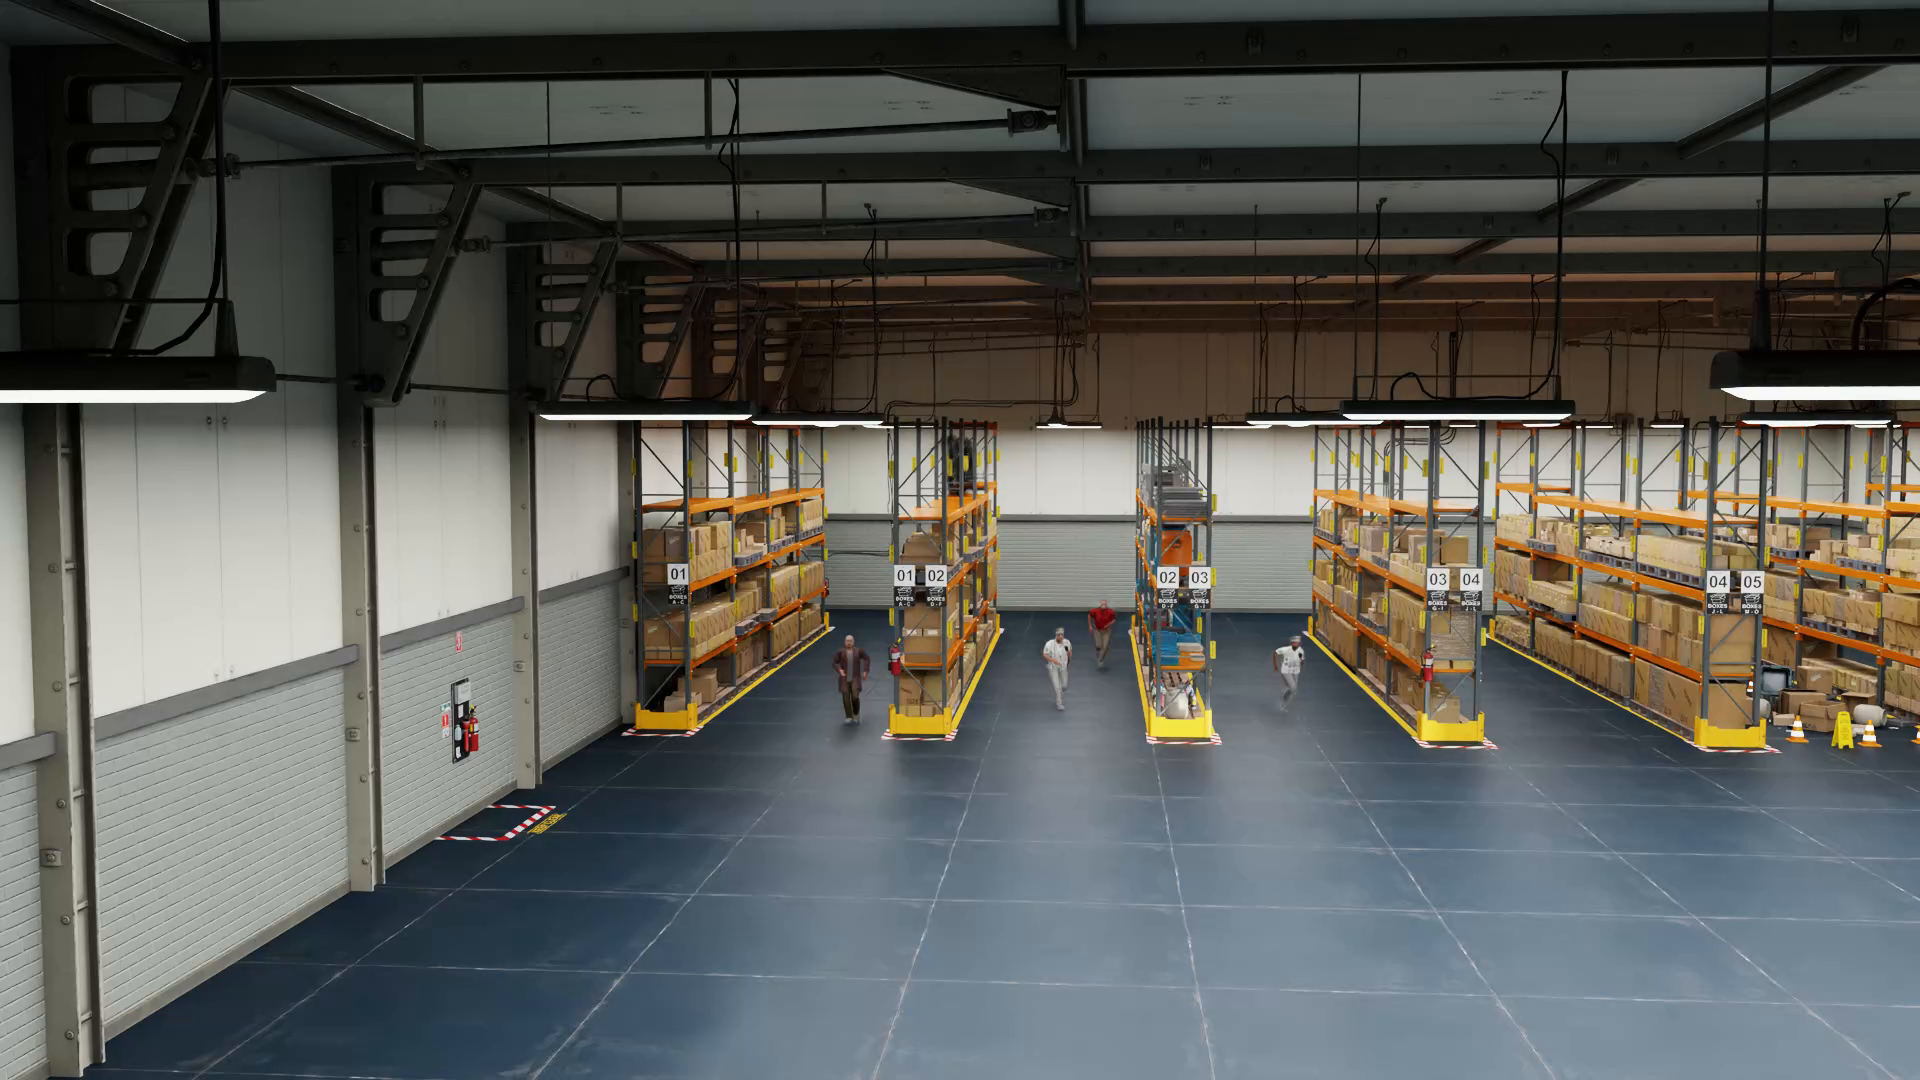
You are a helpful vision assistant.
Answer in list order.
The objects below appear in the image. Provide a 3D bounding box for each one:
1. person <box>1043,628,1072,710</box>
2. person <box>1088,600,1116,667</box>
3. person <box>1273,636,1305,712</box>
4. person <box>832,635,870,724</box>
[{"bbox_3d":[2.015,2.635,34.294,0.649,1.714,0.763,-1,4,-10],"label":"person"},{"bbox_3d":[3.454,2.272,40.453,0.653,1.654,0.746,0,4,-3],"label":"person"},{"bbox_3d":[6.686,2.715,33.630,0.562,1.608,0.788,-1,4,-22],"label":"person"},{"bbox_3d":[-2.128,2.735,32.404,0.722,1.759,0.677,0,4,-1],"label":"person"}]
